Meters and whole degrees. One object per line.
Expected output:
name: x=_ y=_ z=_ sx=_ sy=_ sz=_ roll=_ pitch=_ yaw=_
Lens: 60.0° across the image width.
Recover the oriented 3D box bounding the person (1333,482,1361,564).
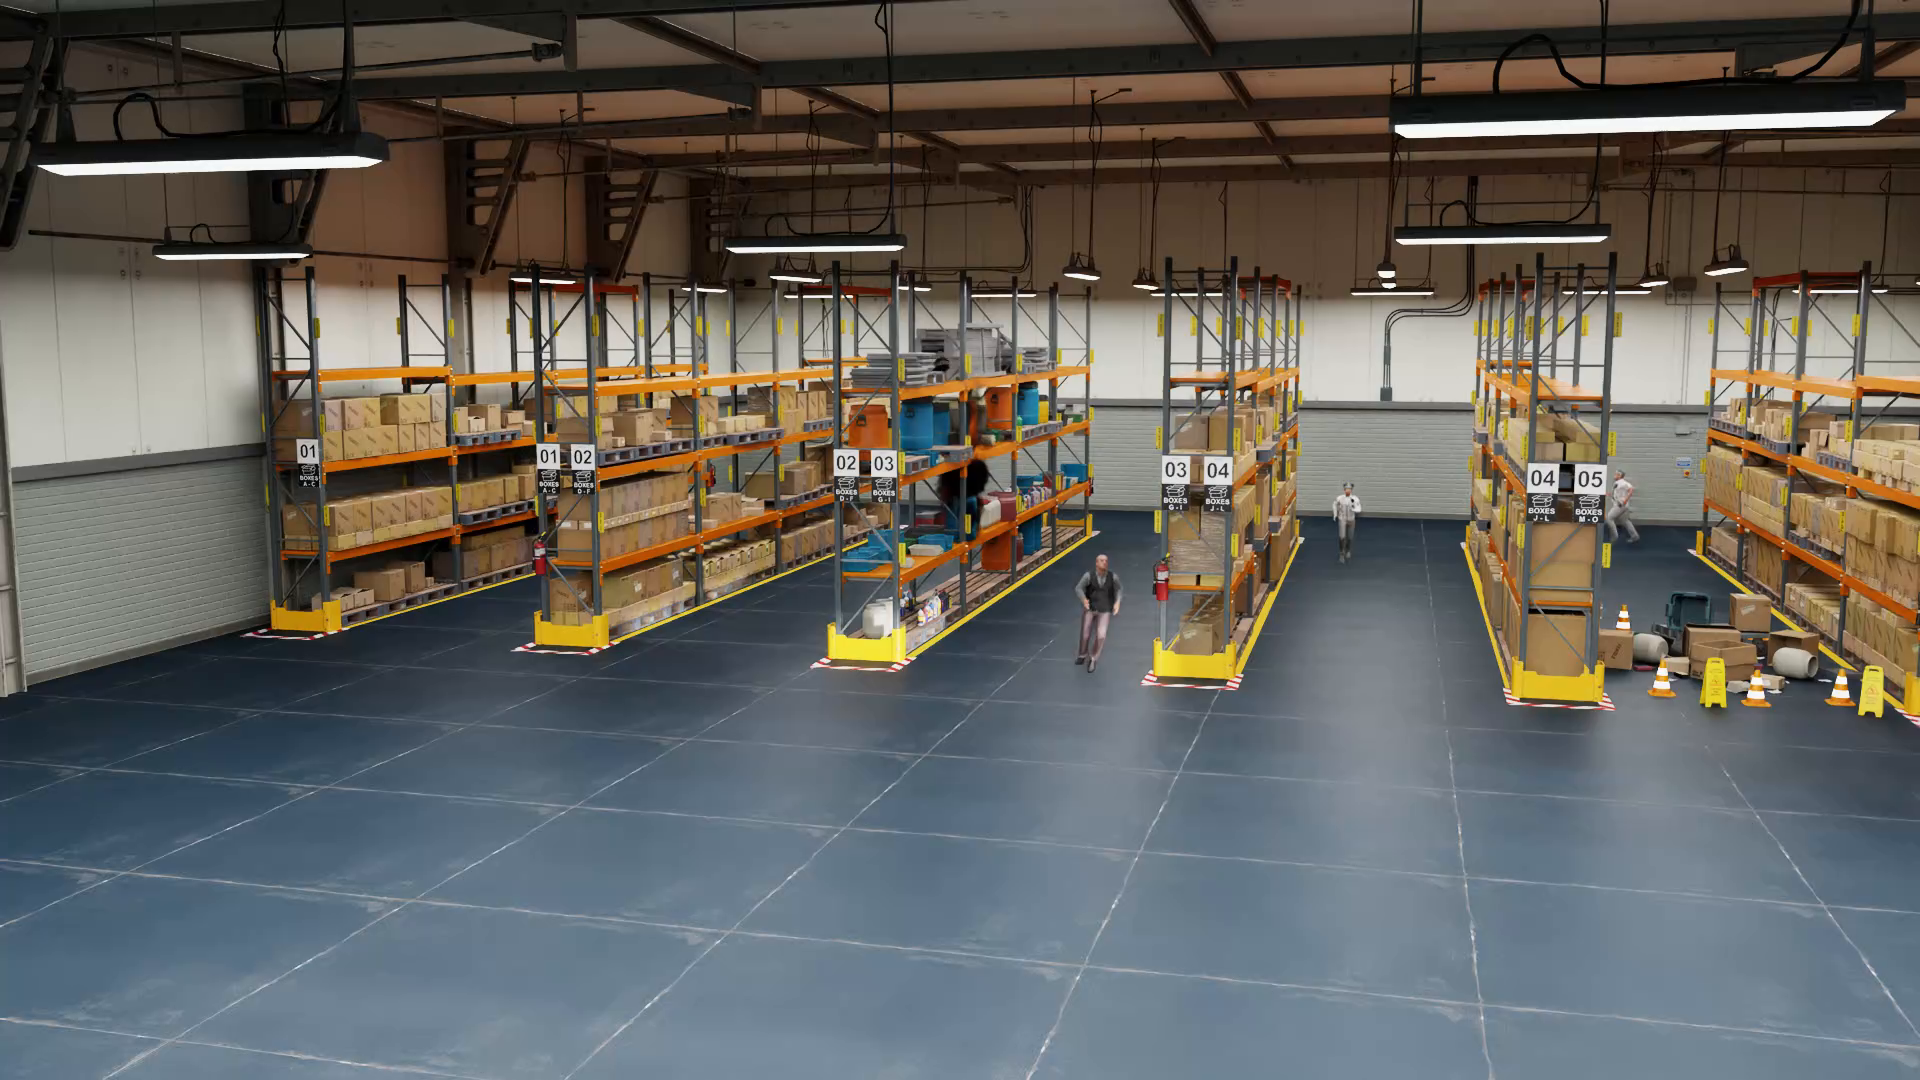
person: x=8.322 y=-0.372 z=35.793 sx=0.579 sy=1.753 sz=0.755 roll=1 pitch=7 yaw=9

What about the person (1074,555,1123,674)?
person: x=2.029 y=1.001 z=24.302 sx=0.712 sy=1.576 sz=0.669 roll=1 pitch=7 yaw=5

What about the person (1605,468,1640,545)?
person: x=15.313 y=-0.751 z=38.532 sx=0.902 sy=1.829 sz=0.675 roll=3 pitch=8 yaw=20
